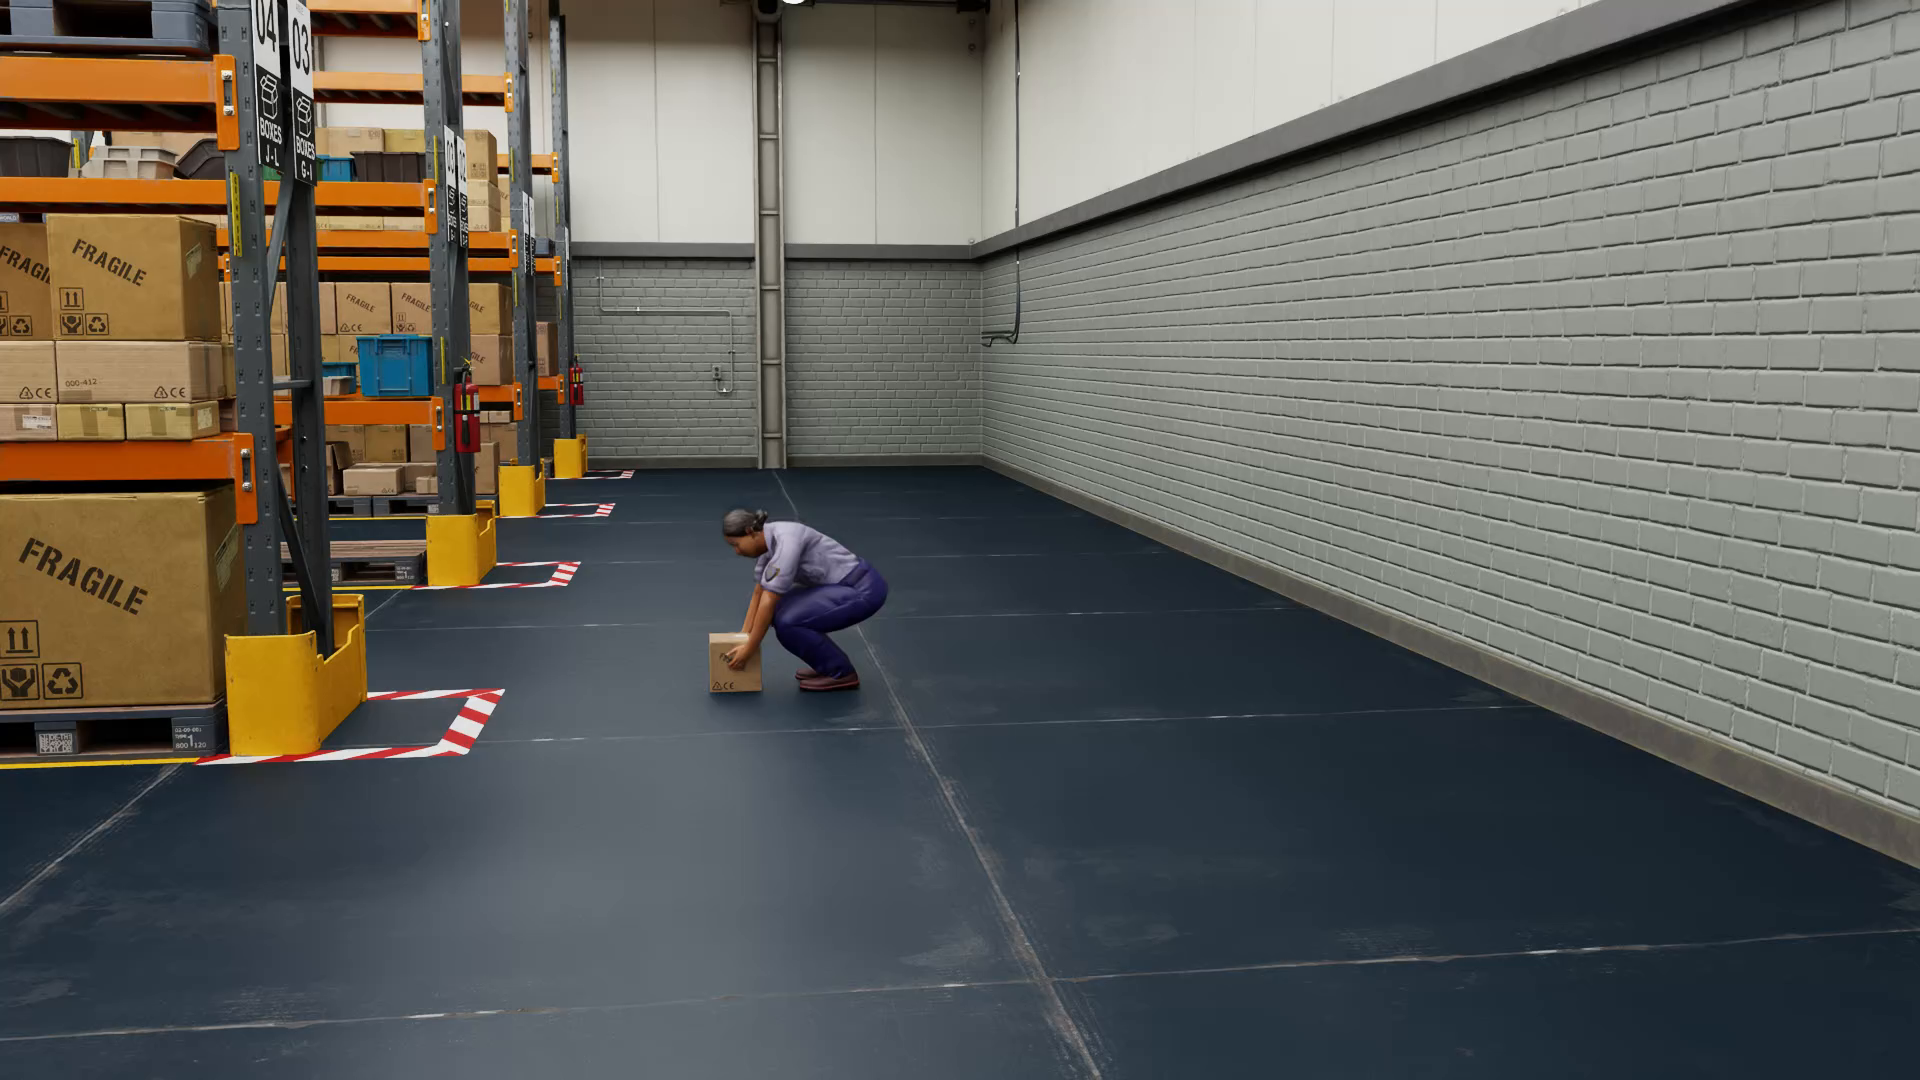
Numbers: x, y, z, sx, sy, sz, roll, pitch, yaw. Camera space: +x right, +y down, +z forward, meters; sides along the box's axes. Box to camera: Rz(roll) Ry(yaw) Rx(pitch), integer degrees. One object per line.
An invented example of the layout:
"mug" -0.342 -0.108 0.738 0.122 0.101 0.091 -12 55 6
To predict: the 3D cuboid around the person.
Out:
"person" -0.769 0.288 8.247 0.822 0.890 0.526 -1 7 -9
